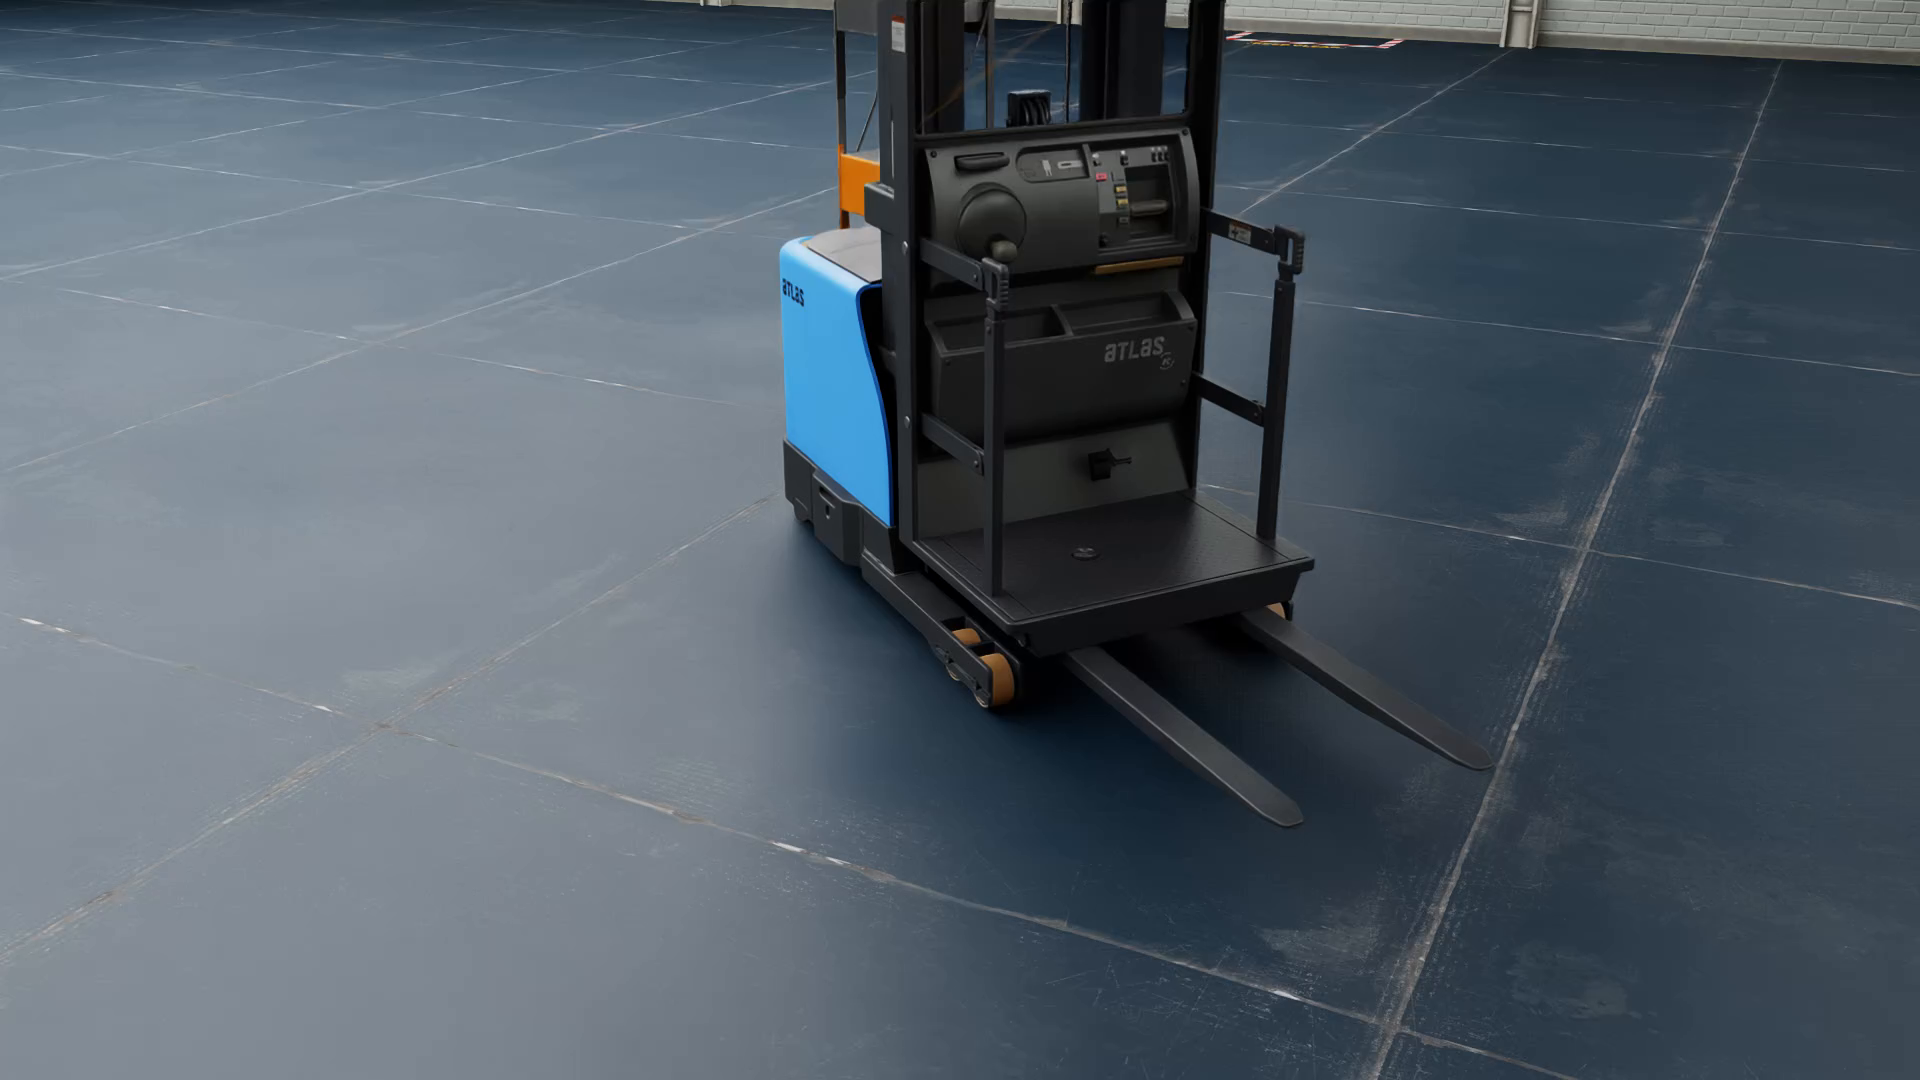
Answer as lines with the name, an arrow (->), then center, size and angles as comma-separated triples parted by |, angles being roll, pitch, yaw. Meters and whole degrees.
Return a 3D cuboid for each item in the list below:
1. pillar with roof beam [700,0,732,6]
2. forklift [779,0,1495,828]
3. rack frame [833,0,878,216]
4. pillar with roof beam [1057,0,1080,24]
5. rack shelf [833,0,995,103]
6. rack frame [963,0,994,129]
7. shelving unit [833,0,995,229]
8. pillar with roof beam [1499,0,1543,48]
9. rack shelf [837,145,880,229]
pillar with roof beam -> -5.704, -10.902, 20.387 | 0.400, 9.000, 9.100 | 11, 25, 25
forklift -> 0.423, -1.035, 4.939 | 1.130, 2.935, 3.031 | -11, 25, -24
rack frame -> -0.328, -1.406, 6.873 | 0.400, 2.100, 0.015 | -17, 28, -34
pillar with roof beam -> -0.350, -9.843, 17.896 | 0.400, 9.000, 9.100 | 11, 25, 25
rack shelf -> -0.180, -1.962, 6.426 | 0.431, 0.518, 0.480 | -17, 28, -34
rack frame -> -0.032, -1.254, 6.516 | 0.400, 2.100, 0.015 | -17, 28, -34
shelving unit -> -0.180, -1.330, 6.694 | 0.431, 2.100, 0.503 | -17, 28, -34
pillar with roof beam -> 5.005, -8.783, 15.405 | 0.400, 9.000, 9.100 | 11, 25, 25
rack shelf -> -0.180, -1.317, 6.700 | 0.431, 0.518, 0.480 | -17, 28, -34
